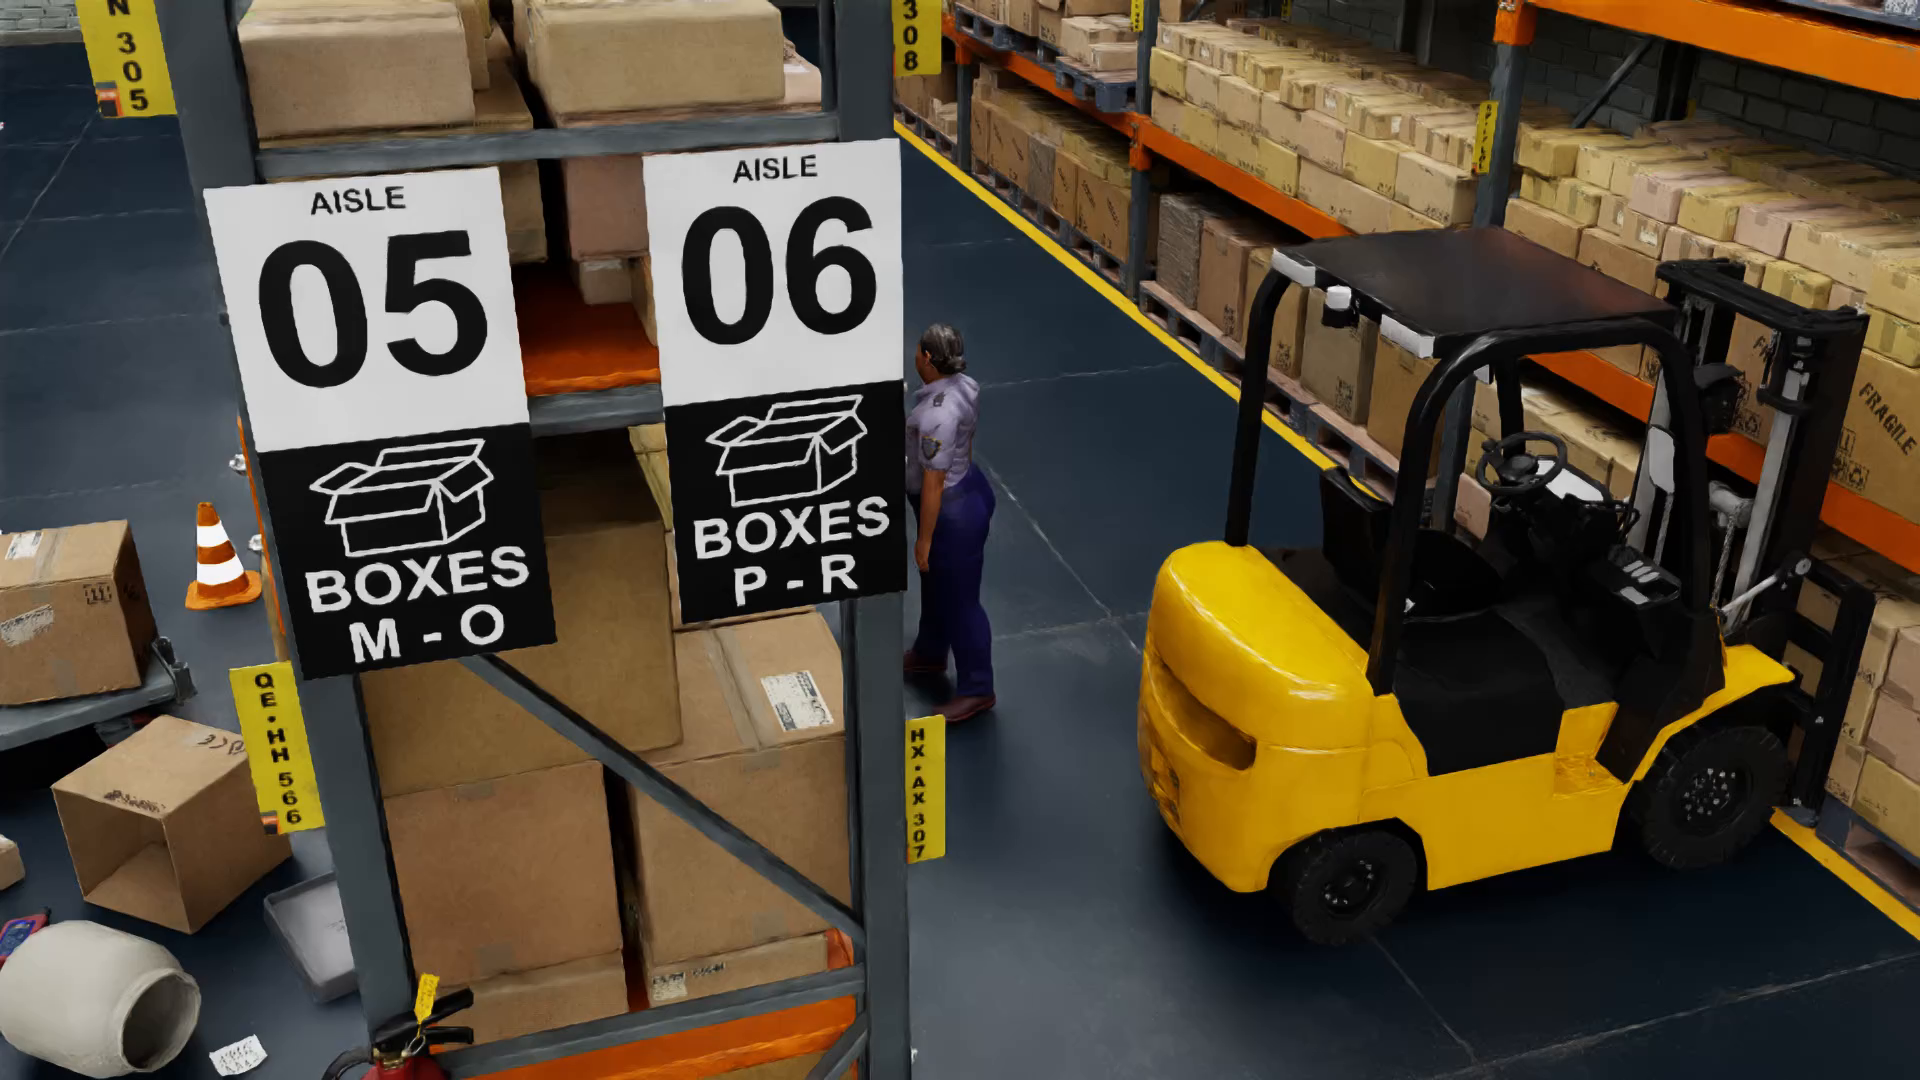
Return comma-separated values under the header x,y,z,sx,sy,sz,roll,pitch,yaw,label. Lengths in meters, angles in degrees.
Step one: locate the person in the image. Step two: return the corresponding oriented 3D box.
x,y,z,sx,sy,sz,roll,pitch,yaw,label
-0.100,-0.097,6.792,0.544,1.634,0.583,4,27,8,person
